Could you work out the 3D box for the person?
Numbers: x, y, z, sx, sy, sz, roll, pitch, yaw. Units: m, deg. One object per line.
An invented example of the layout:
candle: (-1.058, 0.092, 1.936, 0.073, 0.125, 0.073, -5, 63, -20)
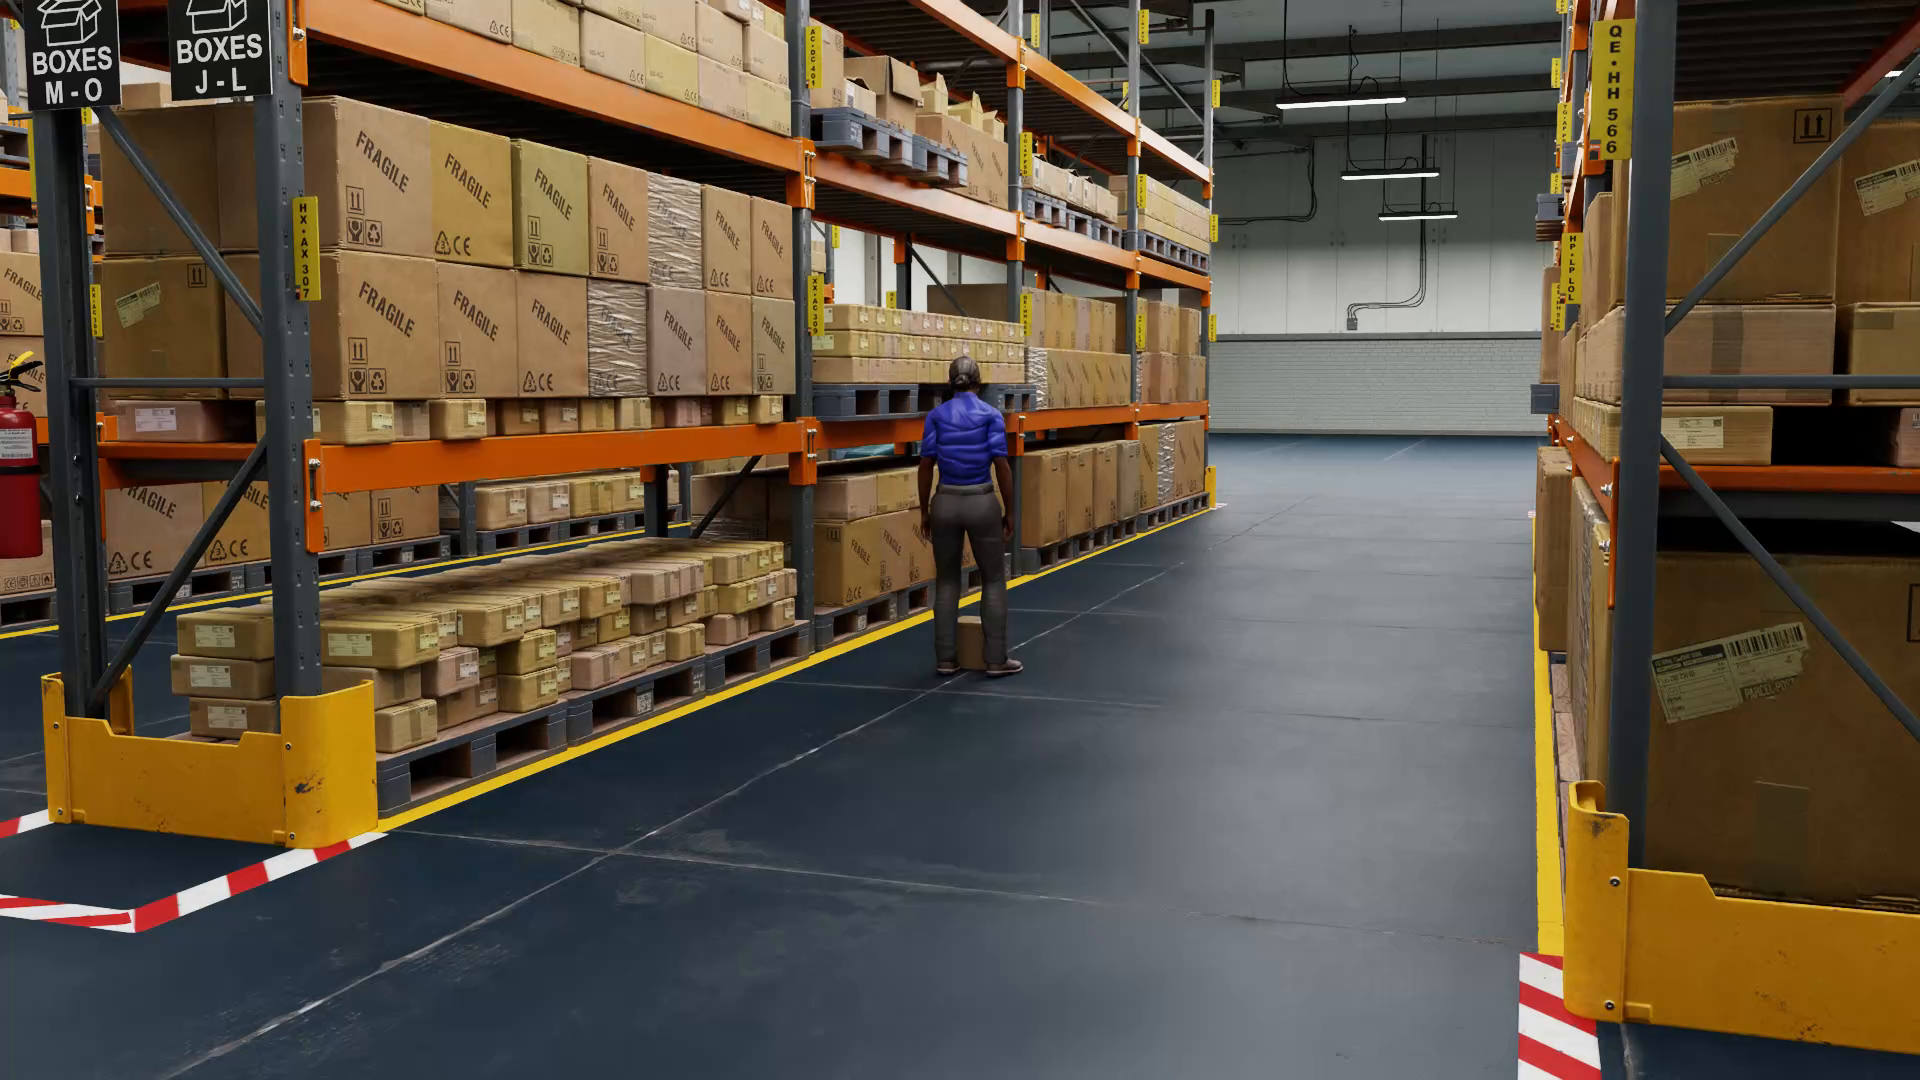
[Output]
person: (0.047, -0.126, 8.626, 0.533, 1.655, 0.347, 1, 5, 13)
